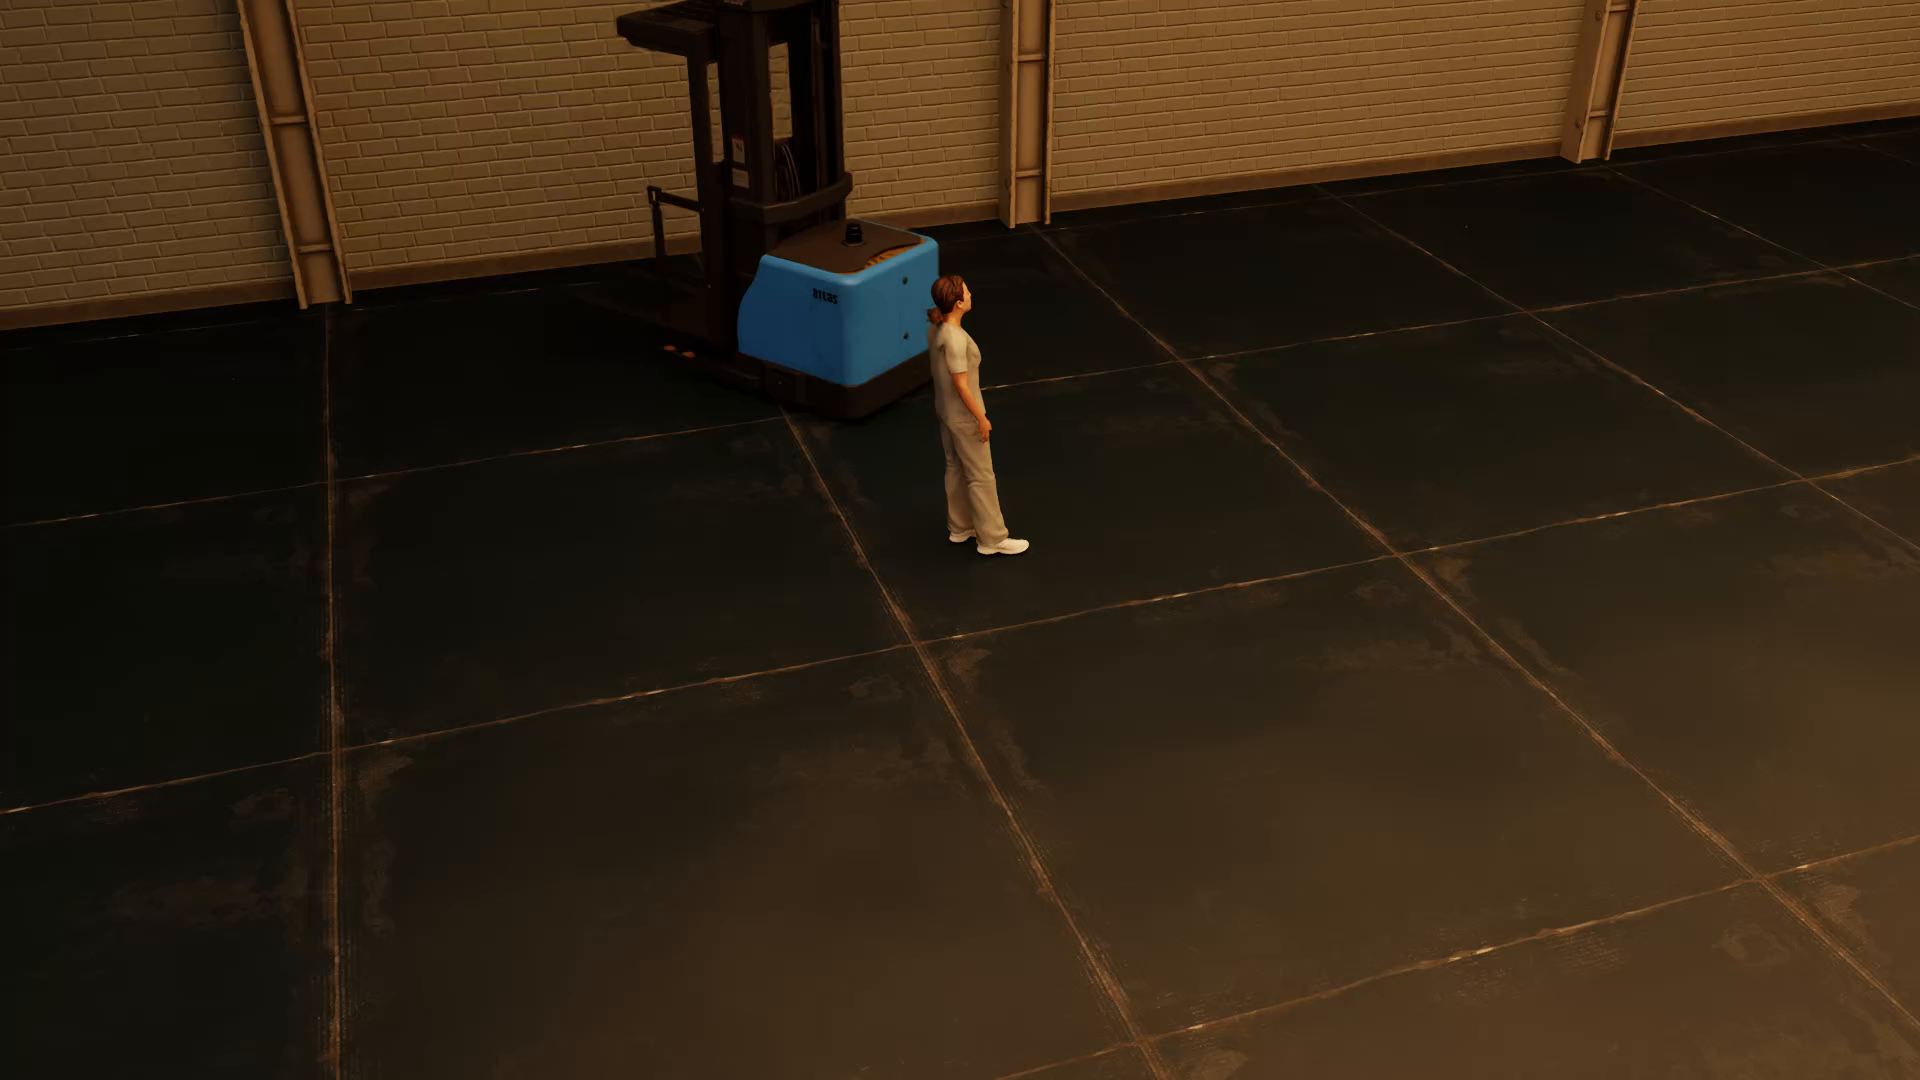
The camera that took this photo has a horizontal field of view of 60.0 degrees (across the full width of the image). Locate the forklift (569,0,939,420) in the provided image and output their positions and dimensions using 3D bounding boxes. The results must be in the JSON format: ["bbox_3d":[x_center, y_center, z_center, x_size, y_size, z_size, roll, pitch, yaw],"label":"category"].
[{"bbox_3d":[-1.618,-2.668,11.724,3.031,2.935,1.130,20,36,31],"label":"forklift"}]

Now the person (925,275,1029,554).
[{"bbox_3d":[0.075,-0.738,9.613,0.548,1.673,0.549,-10,31,-16],"label":"person"}]
